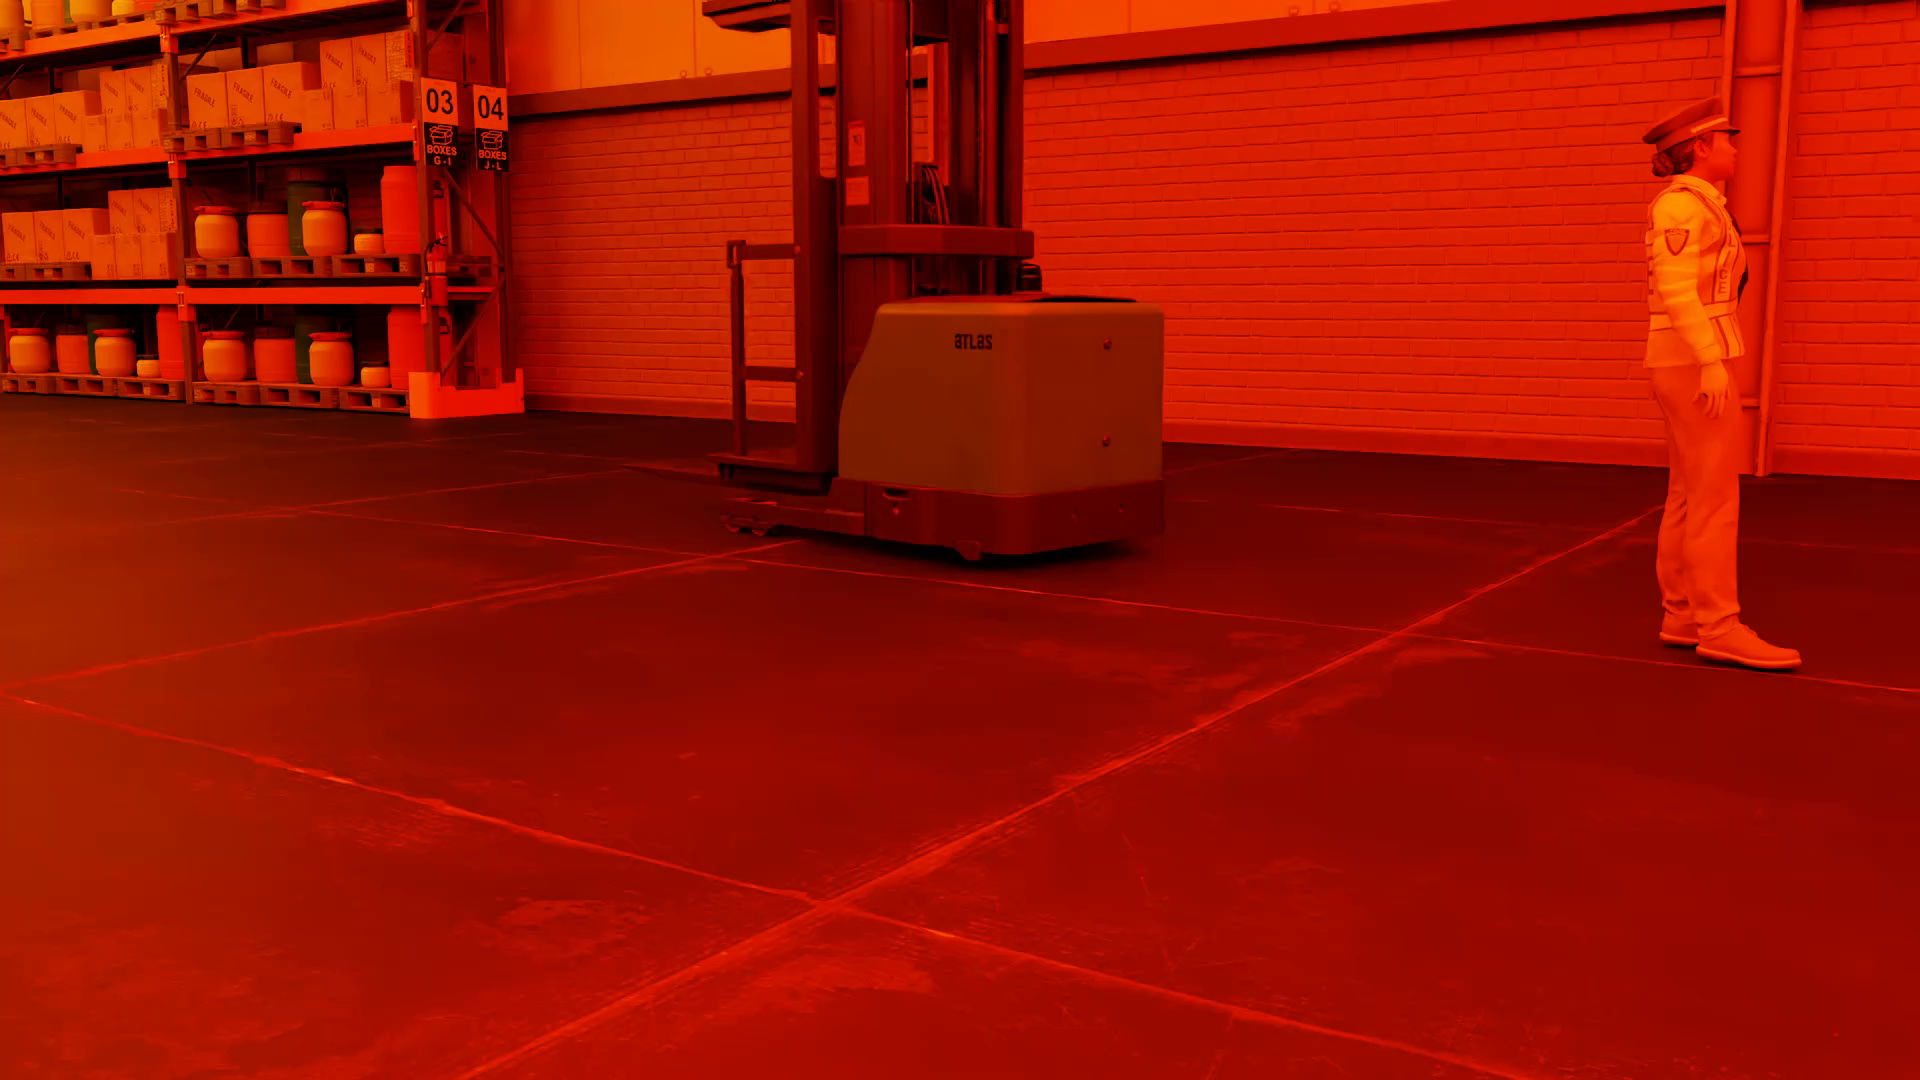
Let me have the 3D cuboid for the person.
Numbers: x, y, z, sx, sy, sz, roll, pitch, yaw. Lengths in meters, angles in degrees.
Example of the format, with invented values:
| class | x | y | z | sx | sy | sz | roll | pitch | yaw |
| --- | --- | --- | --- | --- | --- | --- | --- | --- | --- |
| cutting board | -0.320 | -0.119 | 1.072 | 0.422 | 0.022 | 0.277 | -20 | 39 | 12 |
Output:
| class | x | y | z | sx | sy | sz | roll | pitch | yaw |
| --- | --- | --- | --- | --- | --- | --- | --- | --- | --- |
| person | 2.326 | -0.505 | 5.084 | 0.531 | 1.695 | 0.588 | 4 | 9 | 25 |

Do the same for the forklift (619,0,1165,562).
| class | x | y | z | sx | sy | sz | roll | pitch | yaw |
| --- | --- | --- | --- | --- | --- | --- | --- | --- | --- |
| forklift | -0.501 | -1.515 | 7.846 | 3.031 | 2.935 | 1.130 | 8 | 11 | 44 |
